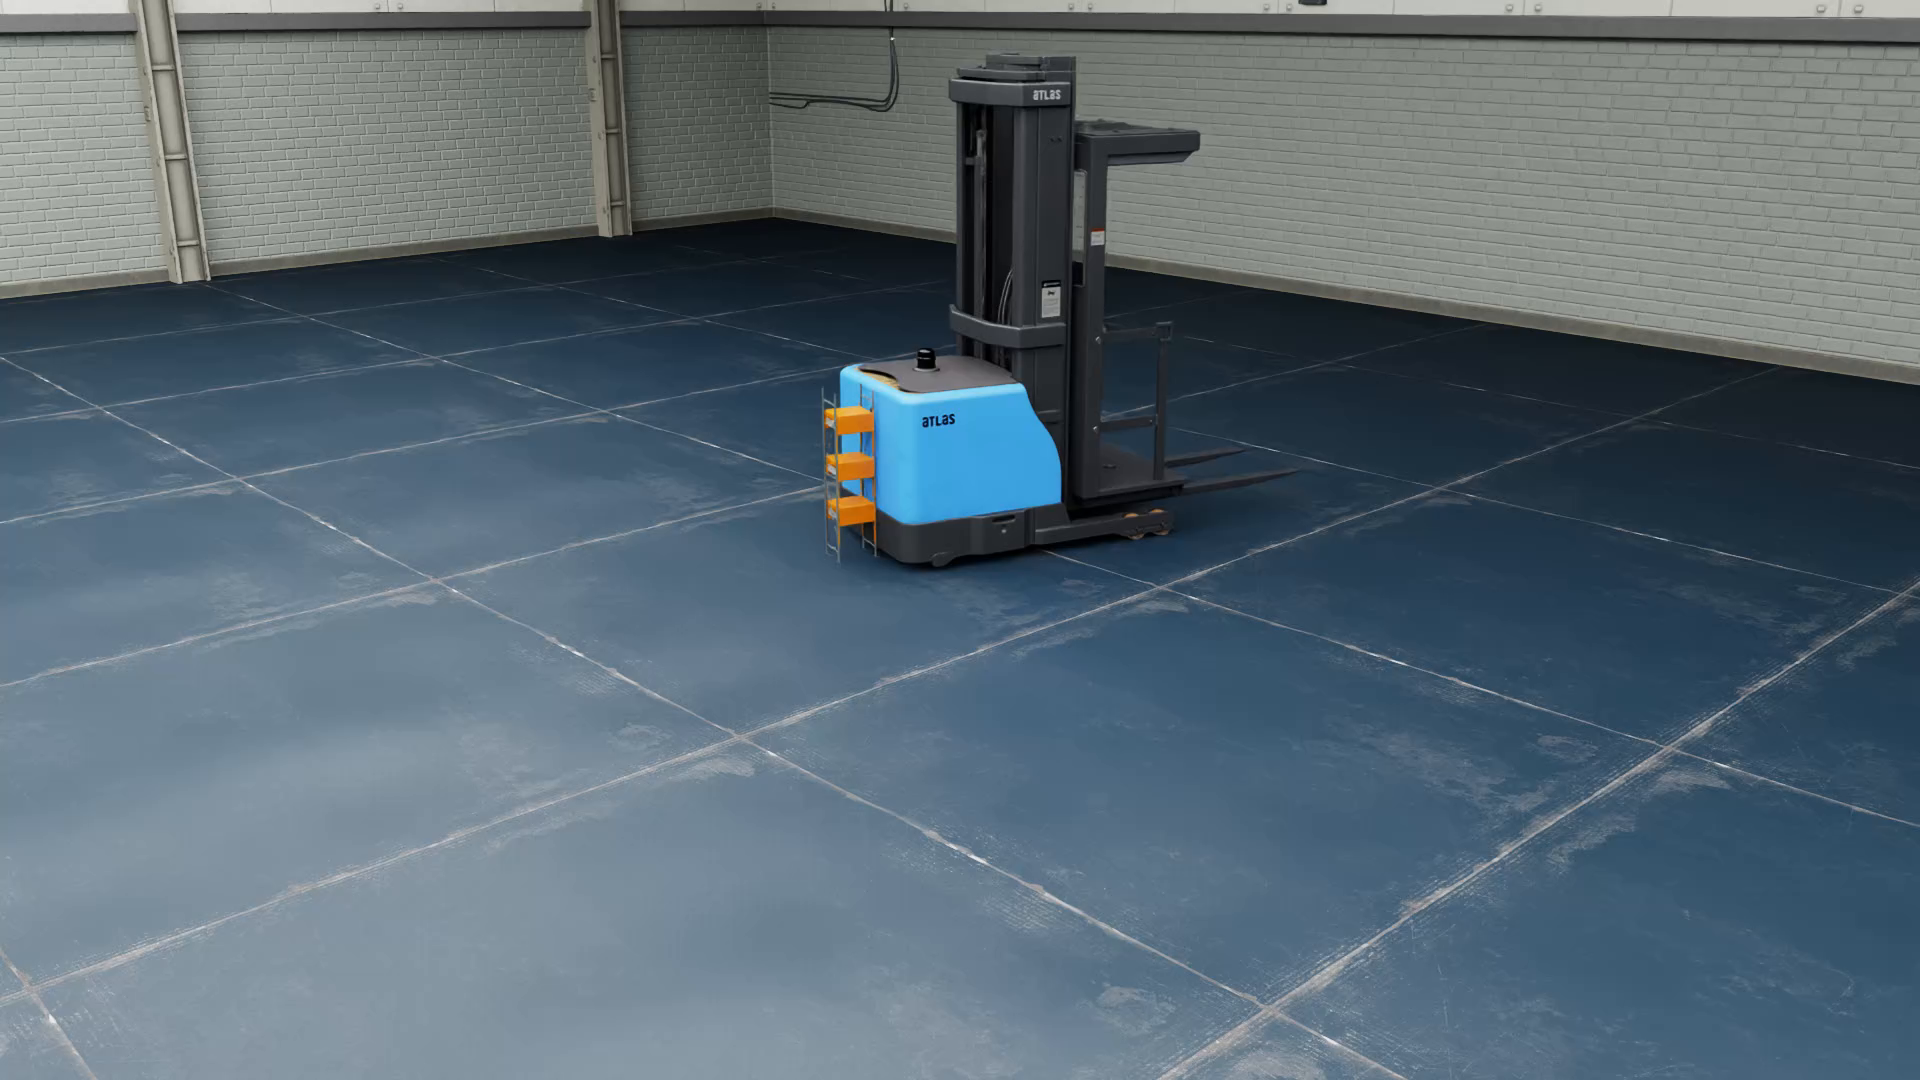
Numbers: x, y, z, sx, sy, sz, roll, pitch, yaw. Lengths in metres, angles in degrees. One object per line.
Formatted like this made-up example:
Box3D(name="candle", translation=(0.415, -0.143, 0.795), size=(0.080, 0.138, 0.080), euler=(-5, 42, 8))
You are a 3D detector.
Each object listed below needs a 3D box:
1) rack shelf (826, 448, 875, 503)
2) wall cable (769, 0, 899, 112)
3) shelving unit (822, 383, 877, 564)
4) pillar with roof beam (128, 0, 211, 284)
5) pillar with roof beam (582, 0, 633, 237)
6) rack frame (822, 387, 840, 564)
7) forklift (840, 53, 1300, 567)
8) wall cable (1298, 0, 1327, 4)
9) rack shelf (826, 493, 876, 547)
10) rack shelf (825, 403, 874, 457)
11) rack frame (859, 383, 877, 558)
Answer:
Box3D(name="rack shelf", translation=(-0.665, -0.389, 10.018), size=(0.240, 0.259, 0.215), euler=(-9, 20, -26))
Box3D(name="wall cable", translation=(-1.956, -7.562, 24.252), size=(0.112, 2.526, 3.097), euler=(-16, 24, -41))
Box3D(name="shelving unit", translation=(-0.665, -0.399, 10.014), size=(0.252, 1.050, 0.215), euler=(-9, 20, -26))
Box3D(name="pillar with roof beam", translation=(-6.407, -6.475, 15.865), size=(0.400, 9.000, 9.100), euler=(-16, 24, -41))
Box3D(name="pillar with roof beam", translation=(-2.048, -7.746, 19.786), size=(0.400, 9.000, 9.100), euler=(-16, 24, -41))
Box3D(name="rack frame", translation=(-0.774, -0.382, 9.962), size=(0.008, 1.050, 0.200), euler=(-9, 20, -26))
Box3D(name="forklift", translation=(0.791, -1.531, 10.454), size=(3.031, 2.935, 1.130), euler=(-9, 20, -26))
Box3D(name="wall cable", translation=(4.555, -8.526, 16.677), size=(0.169, 6.003, 2.305), euler=(-16, 24, -41))
Box3D(name="rack shelf", translation=(-0.665, -0.125, 10.103), size=(0.240, 0.259, 0.215), euler=(-9, 20, -26))
Box3D(name="rack shelf", translation=(-0.665, -0.659, 9.930), size=(0.240, 0.259, 0.215), euler=(-9, 20, -26))
Box3D(name="rack frame", translation=(-0.556, -0.416, 10.067), size=(0.008, 1.050, 0.200), euler=(-9, 20, -26))
